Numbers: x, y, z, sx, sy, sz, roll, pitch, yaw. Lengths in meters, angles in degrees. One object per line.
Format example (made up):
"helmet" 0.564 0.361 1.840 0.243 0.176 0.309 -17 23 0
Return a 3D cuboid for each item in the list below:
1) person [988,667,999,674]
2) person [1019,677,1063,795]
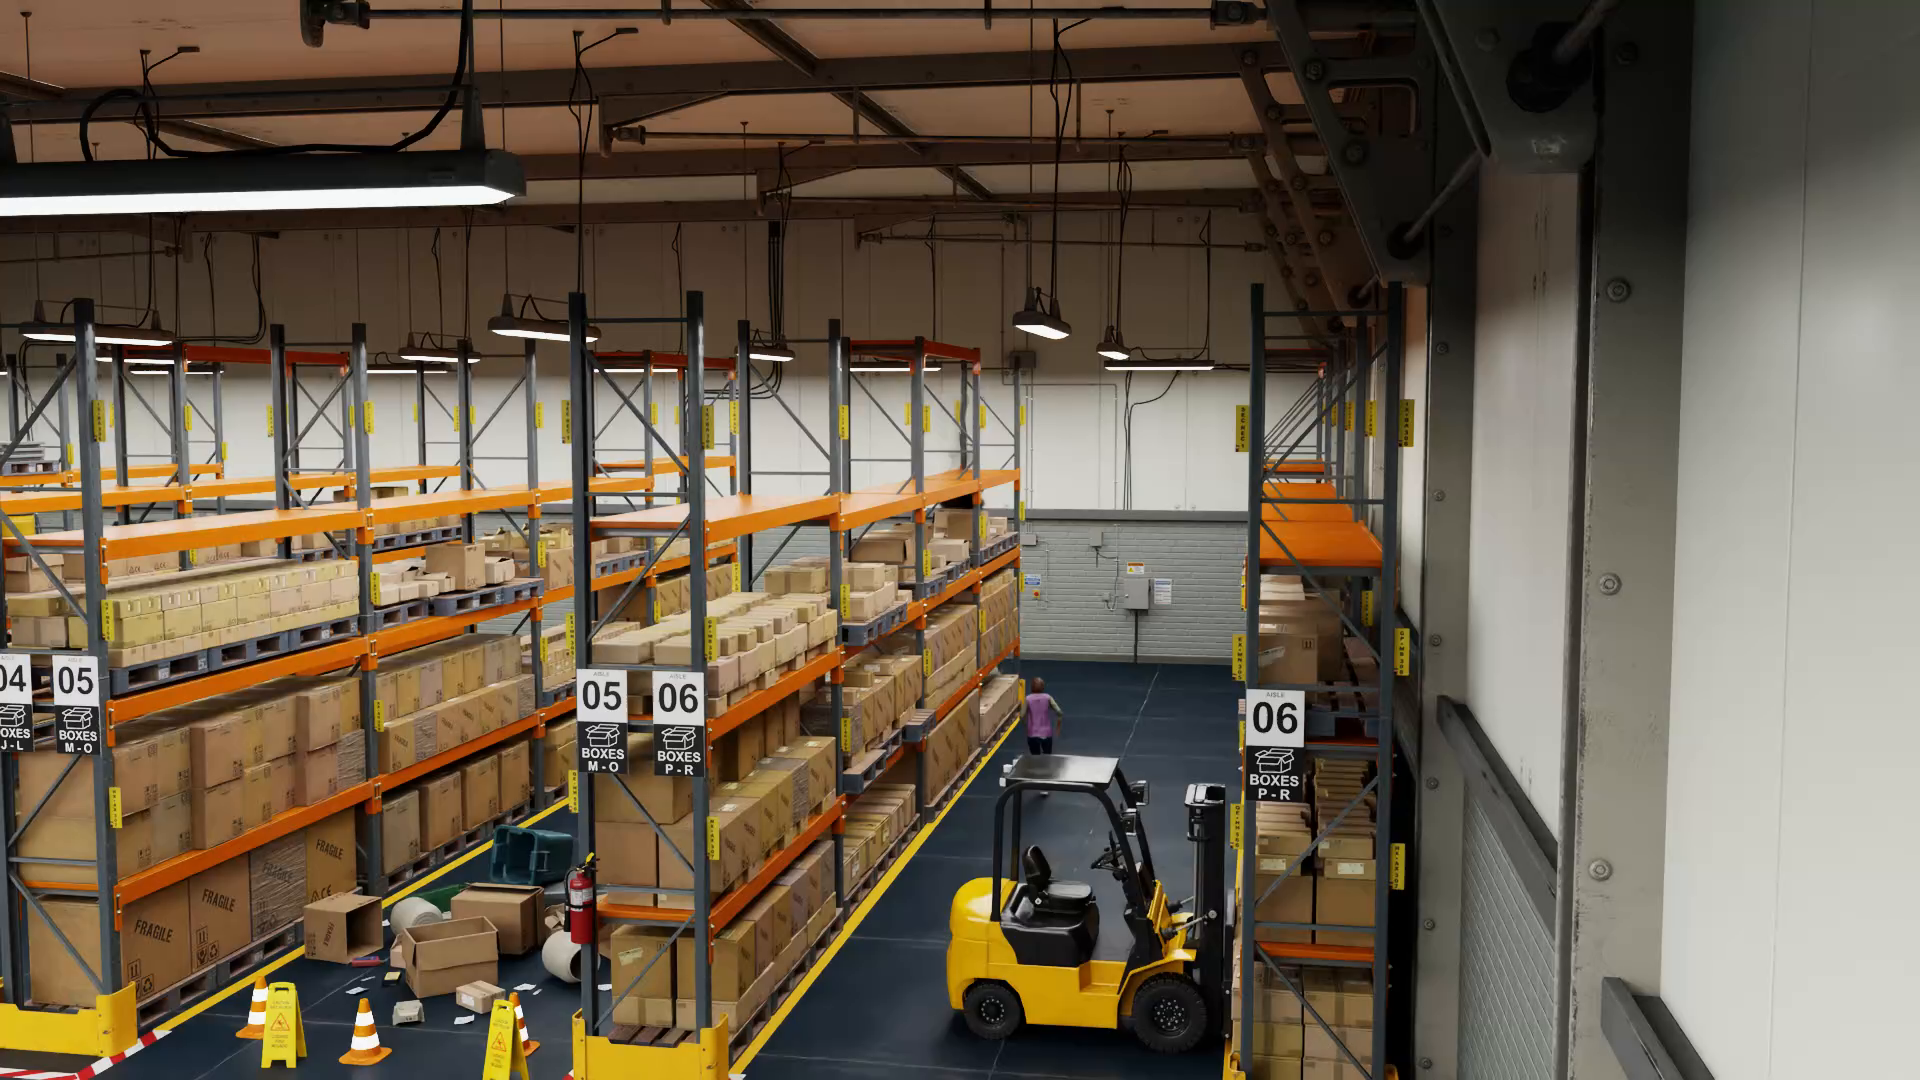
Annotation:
"person" 0.356 1.830 31.111 0.750 1.725 0.533 -1 5 -12
"person" 1.075 2.607 22.219 0.573 1.564 0.476 0 5 0
